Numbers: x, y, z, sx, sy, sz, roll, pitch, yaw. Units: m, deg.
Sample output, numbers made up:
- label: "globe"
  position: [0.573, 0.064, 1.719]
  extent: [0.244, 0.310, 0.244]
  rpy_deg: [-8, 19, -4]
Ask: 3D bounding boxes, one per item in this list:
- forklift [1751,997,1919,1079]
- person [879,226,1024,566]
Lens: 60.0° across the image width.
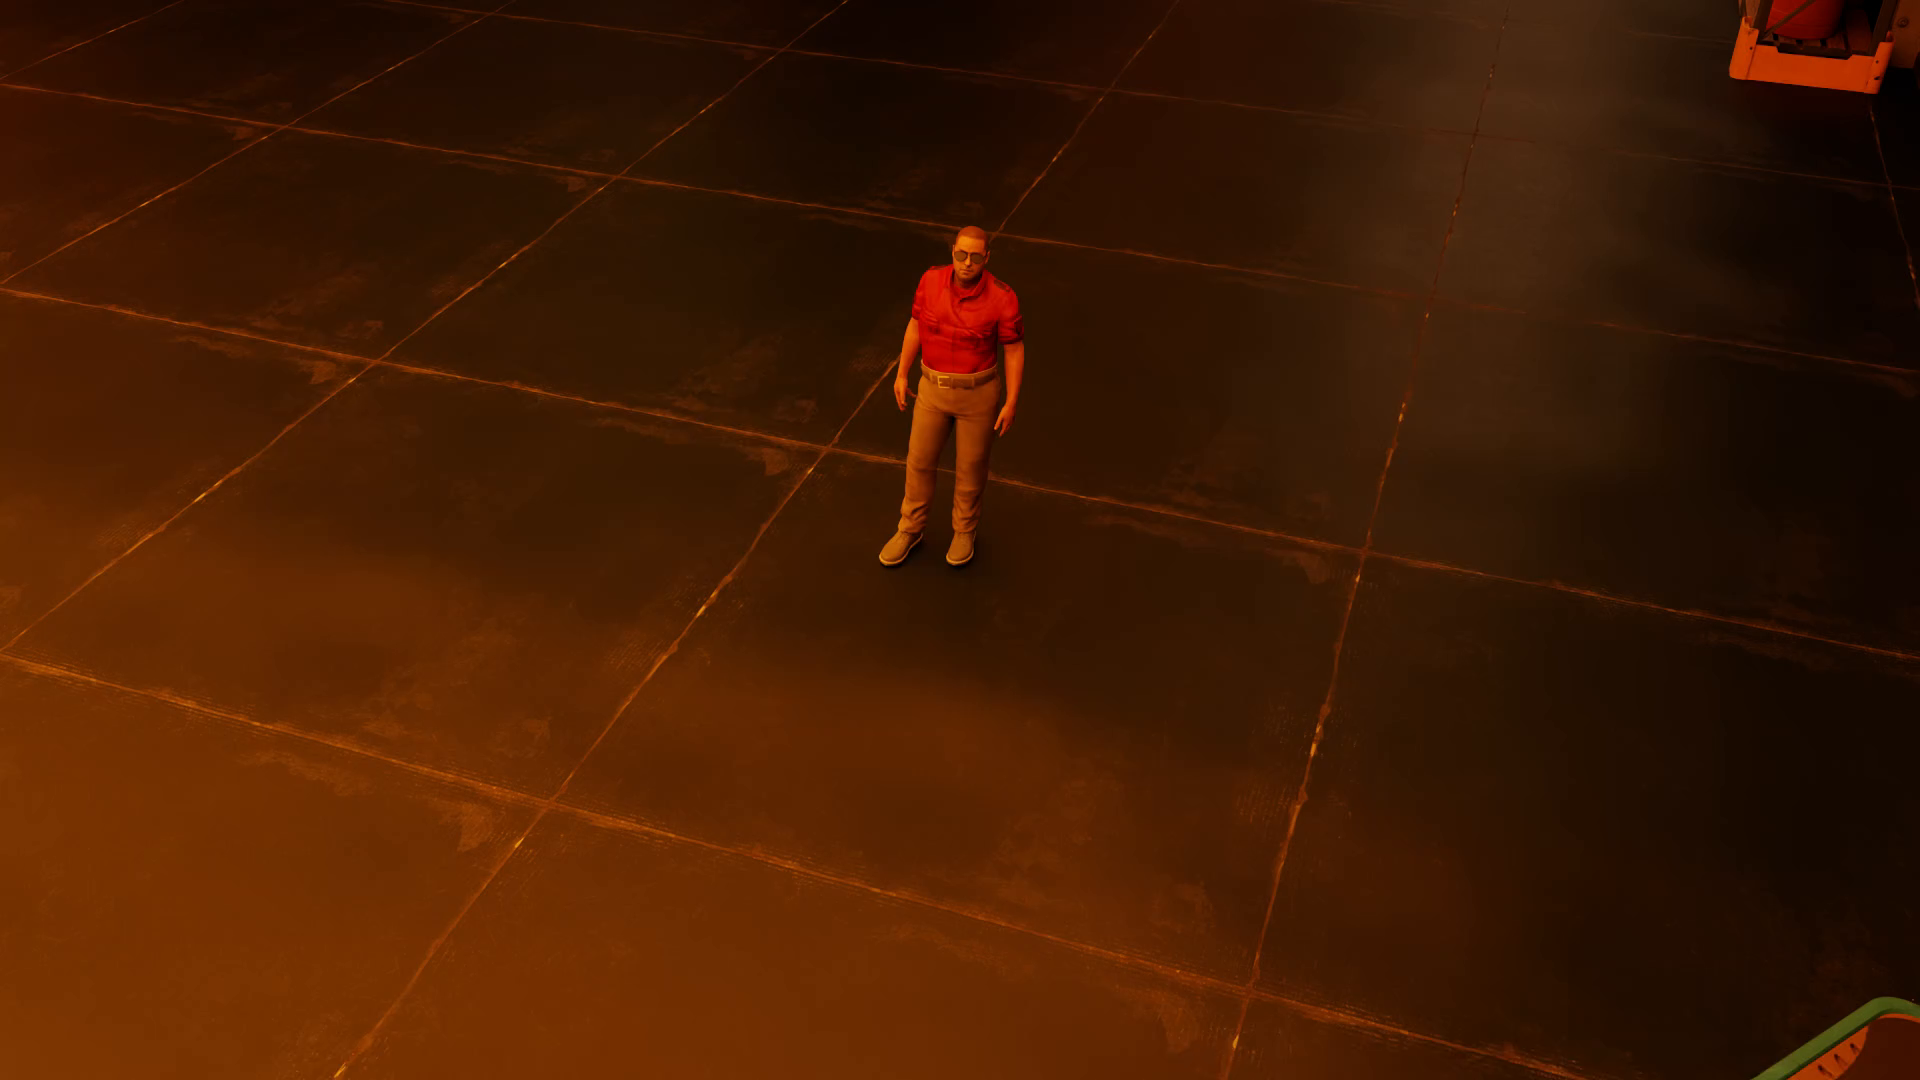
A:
- label: "forklift"
  position: [3.119, 1.881, 3.457]
  extent: [1.130, 2.935, 3.031]
  rpy_deg: [-19, 40, -25]
- label: "person"
  position: [-0.042, -0.664, 8.075]
  extent: [0.640, 1.727, 0.551]
  rpy_deg: [12, 37, 16]
